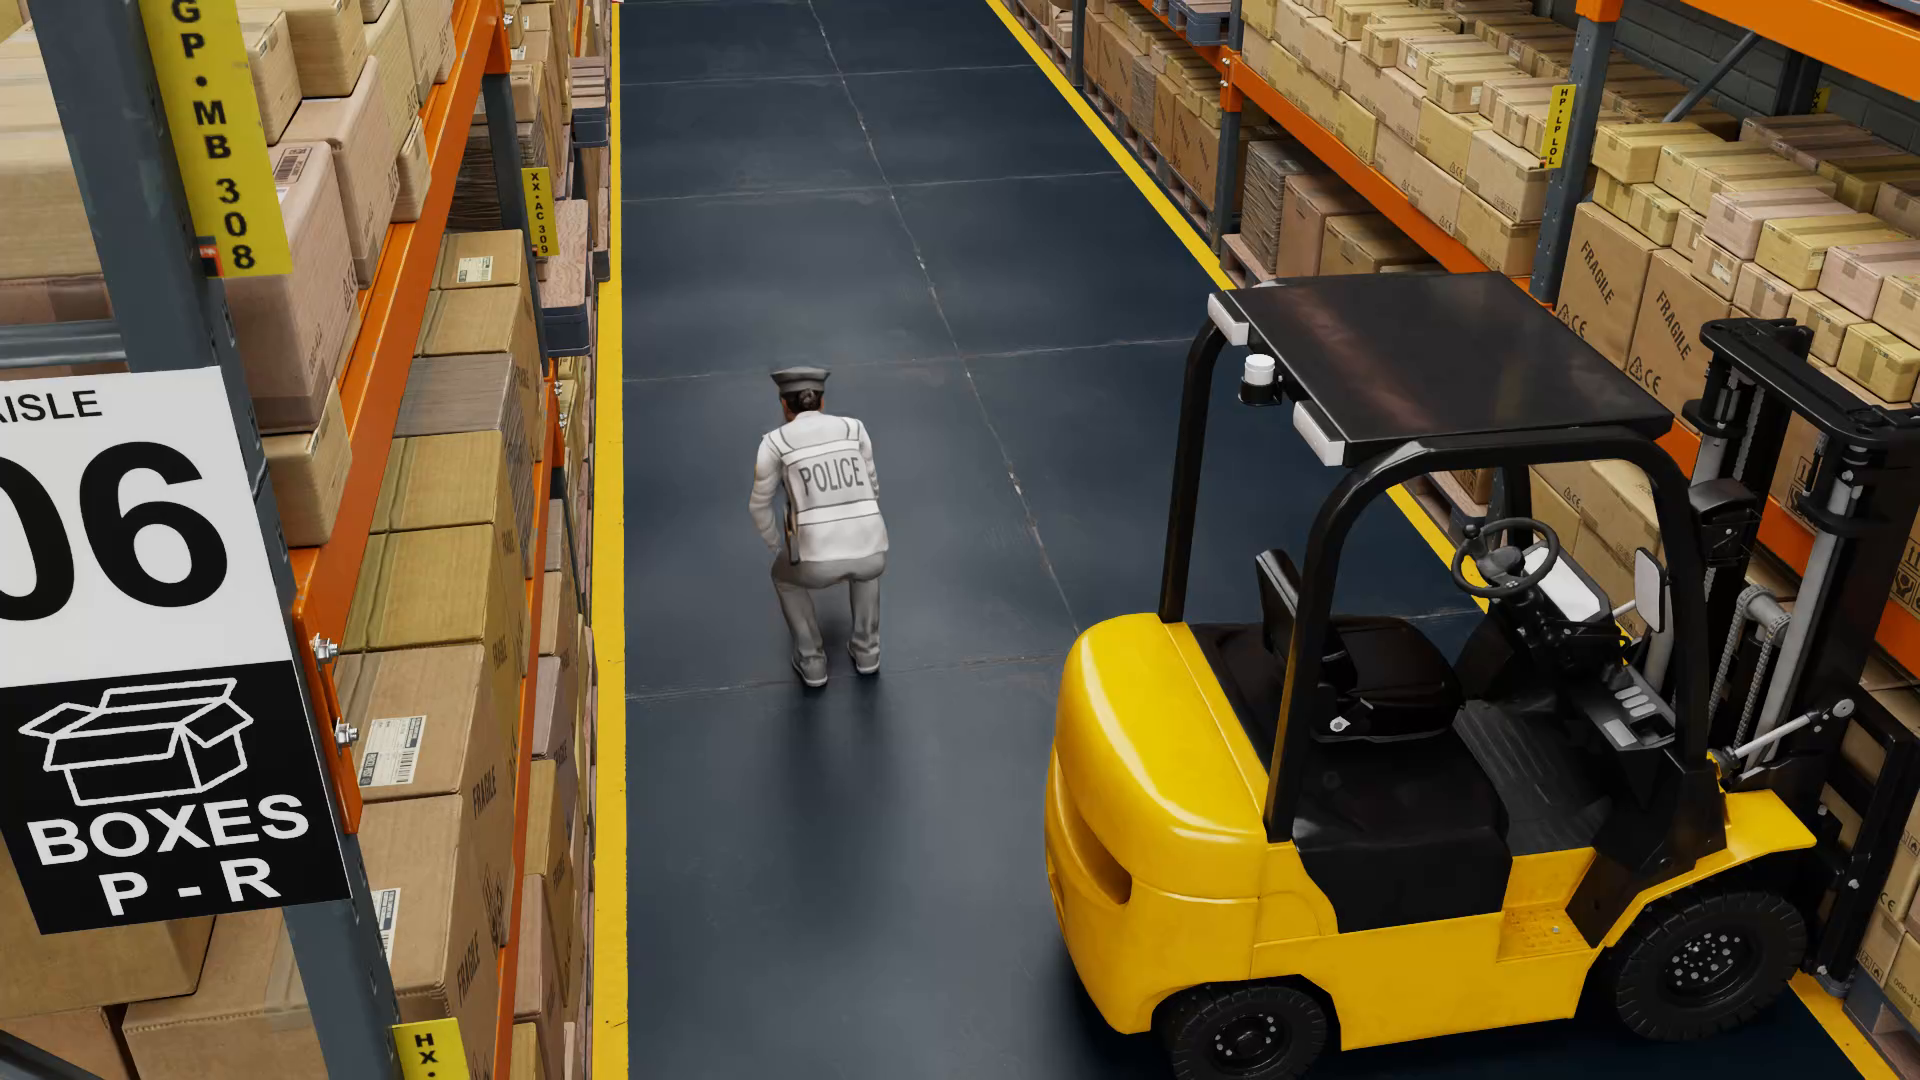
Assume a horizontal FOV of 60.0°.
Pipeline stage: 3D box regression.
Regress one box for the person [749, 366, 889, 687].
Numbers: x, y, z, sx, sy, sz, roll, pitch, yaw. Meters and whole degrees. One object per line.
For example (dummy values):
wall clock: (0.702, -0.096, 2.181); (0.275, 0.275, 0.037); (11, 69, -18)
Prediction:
person: (-0.558, -0.041, 6.621); (0.530, 1.239, 0.771); (-8, 32, -12)
